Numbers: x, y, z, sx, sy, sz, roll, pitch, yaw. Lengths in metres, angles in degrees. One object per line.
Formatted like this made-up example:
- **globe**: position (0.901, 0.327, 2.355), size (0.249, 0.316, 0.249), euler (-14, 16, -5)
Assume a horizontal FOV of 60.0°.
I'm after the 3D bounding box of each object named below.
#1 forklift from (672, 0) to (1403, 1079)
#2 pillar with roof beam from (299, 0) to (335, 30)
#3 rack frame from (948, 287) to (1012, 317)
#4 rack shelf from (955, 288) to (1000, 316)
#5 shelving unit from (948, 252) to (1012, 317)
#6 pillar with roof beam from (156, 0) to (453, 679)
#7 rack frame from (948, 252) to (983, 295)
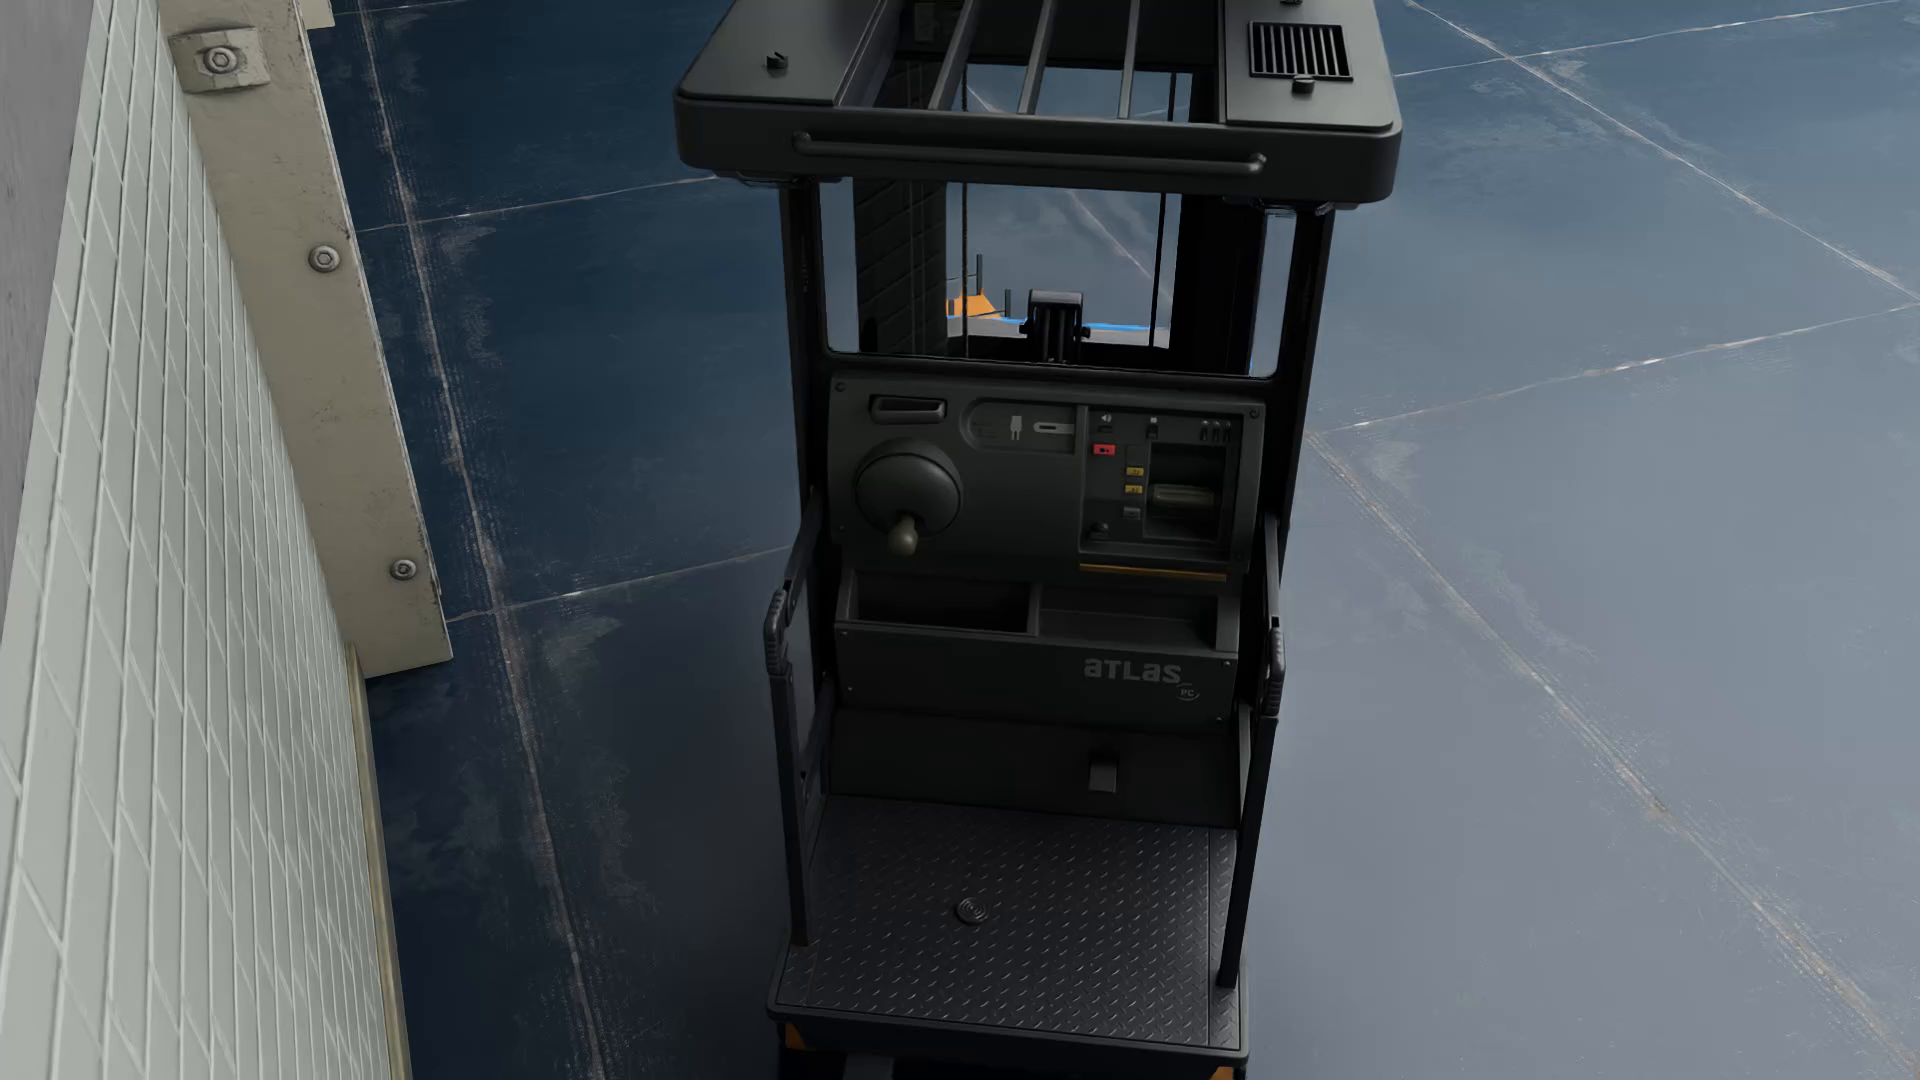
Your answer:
- **forklift**: position (0.154, -0.071, 3.408), size (1.130, 2.935, 3.031), euler (4, 37, 6)
- **pillar with roof beam**: position (0.164, -7.580, 8.333), size (9.100, 9.000, 0.400), euler (-12, 39, -16)
- **rack frame**: position (0.060, -0.320, 5.303), size (0.200, 1.050, 0.008), euler (-12, 39, -16)
- **rack shelf**: position (0.018, -0.607, 5.230), size (0.215, 0.259, 0.240), euler (-12, 39, -16)
- **shelving unit**: position (0.018, -0.389, 5.394), size (0.215, 1.050, 0.252), euler (-12, 39, -16)
- **pillar with roof beam**: position (2.229, -4.190, 3.833), size (9.100, 9.000, 0.400), euler (-12, 39, -16)
- **rack frame**: position (-0.024, -0.458, 5.486), size (0.200, 1.050, 0.008), euler (-12, 39, -16)
